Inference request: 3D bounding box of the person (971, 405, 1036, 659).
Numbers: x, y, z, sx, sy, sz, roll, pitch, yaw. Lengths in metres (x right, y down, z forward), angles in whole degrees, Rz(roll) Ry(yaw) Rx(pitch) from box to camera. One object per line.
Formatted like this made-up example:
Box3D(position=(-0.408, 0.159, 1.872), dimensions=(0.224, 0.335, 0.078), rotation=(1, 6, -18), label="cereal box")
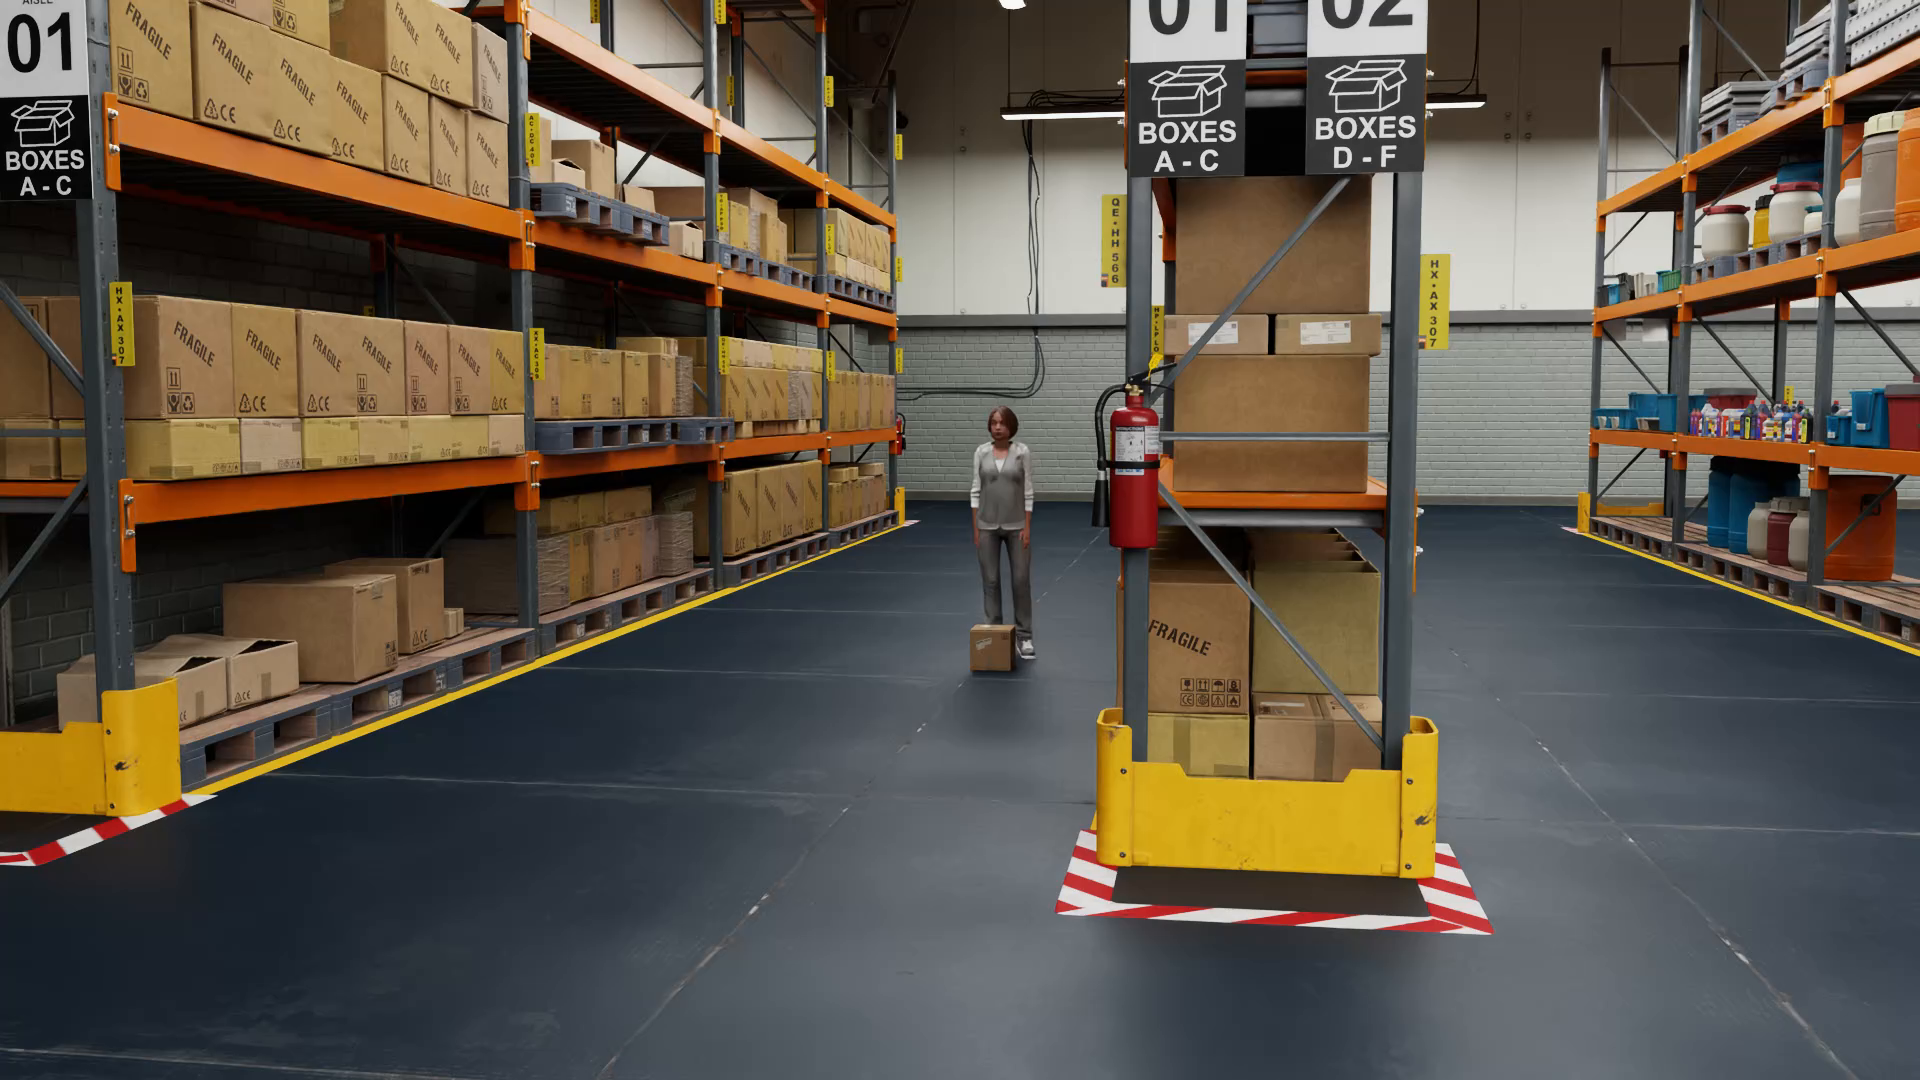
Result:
Box3D(position=(0.282, -0.051, 10.678), dimensions=(0.433, 1.622, 0.312), rotation=(1, 5, 8), label="person")
